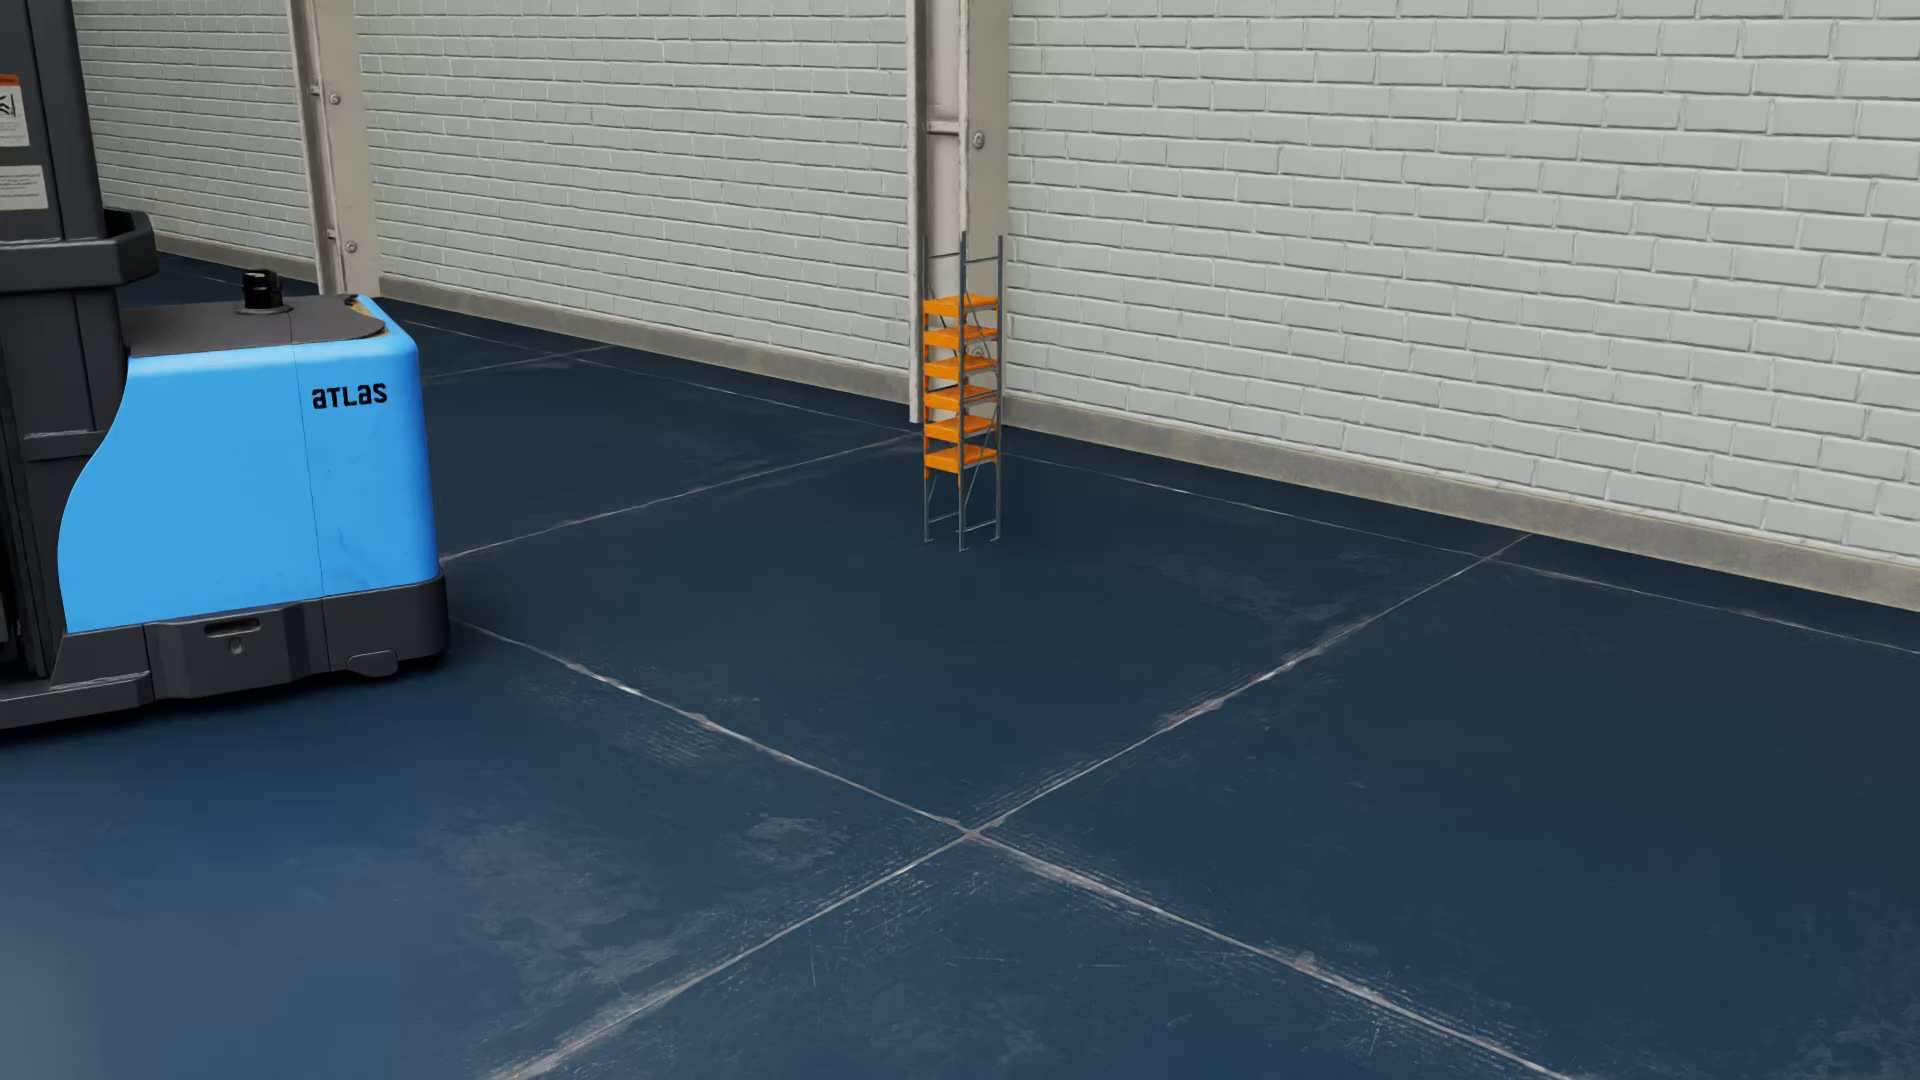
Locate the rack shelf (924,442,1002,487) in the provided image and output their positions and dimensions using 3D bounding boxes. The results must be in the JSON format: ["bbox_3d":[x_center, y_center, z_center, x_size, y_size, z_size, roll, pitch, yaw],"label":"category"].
[{"bbox_3d":[0.011,-0.298,6.507,0.180,0.103,0.258,15,23,39],"label":"rack shelf"}]

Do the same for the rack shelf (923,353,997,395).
[{"bbox_3d":[0.011,-0.641,6.398,0.180,0.103,0.258,15,23,39],"label":"rack shelf"}]

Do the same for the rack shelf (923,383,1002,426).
[{"bbox_3d":[0.011,-0.527,6.435,0.180,0.103,0.258,15,23,39],"label":"rack shelf"}]

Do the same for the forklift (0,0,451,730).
[{"bbox_3d":[-3.179,-0.909,4.631,3.031,2.935,1.130,-9,20,-26],"label":"forklift"}]

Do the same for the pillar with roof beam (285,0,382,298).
[{"bbox_3d":[-7.358,-5.123,7.878,0.400,9.000,9.100,15,23,39],"label":"pillar with roof beam"}]

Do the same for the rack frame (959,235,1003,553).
[{"bbox_3d":[0.079,-0.551,6.363,0.006,1.200,0.240,15,23,39],"label":"rack frame"}]

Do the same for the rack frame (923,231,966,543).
[{"bbox_3d":[-0.058,-0.587,6.479,0.006,1.200,0.240,15,23,39],"label":"rack frame"}]

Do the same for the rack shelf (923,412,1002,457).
[{"bbox_3d":[0.011,-0.412,6.471,0.180,0.103,0.258,15,23,39],"label":"rack shelf"}]

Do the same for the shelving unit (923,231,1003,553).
[{"bbox_3d":[0.011,-0.569,6.421,0.189,1.200,0.258,15,23,39],"label":"shelving unit"}]

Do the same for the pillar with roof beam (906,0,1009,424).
[{"bbox_3d":[-2.870,-3.918,4.082,0.400,9.000,9.100,15,23,39],"label":"pillar with roof beam"}]

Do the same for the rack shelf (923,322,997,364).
[{"bbox_3d":[0.011,-0.755,6.362,0.180,0.103,0.258,15,23,39],"label":"rack shelf"}]

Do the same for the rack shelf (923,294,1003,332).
[{"bbox_3d":[0.011,-0.870,6.326,0.180,0.103,0.258,15,23,39],"label":"rack shelf"}]
